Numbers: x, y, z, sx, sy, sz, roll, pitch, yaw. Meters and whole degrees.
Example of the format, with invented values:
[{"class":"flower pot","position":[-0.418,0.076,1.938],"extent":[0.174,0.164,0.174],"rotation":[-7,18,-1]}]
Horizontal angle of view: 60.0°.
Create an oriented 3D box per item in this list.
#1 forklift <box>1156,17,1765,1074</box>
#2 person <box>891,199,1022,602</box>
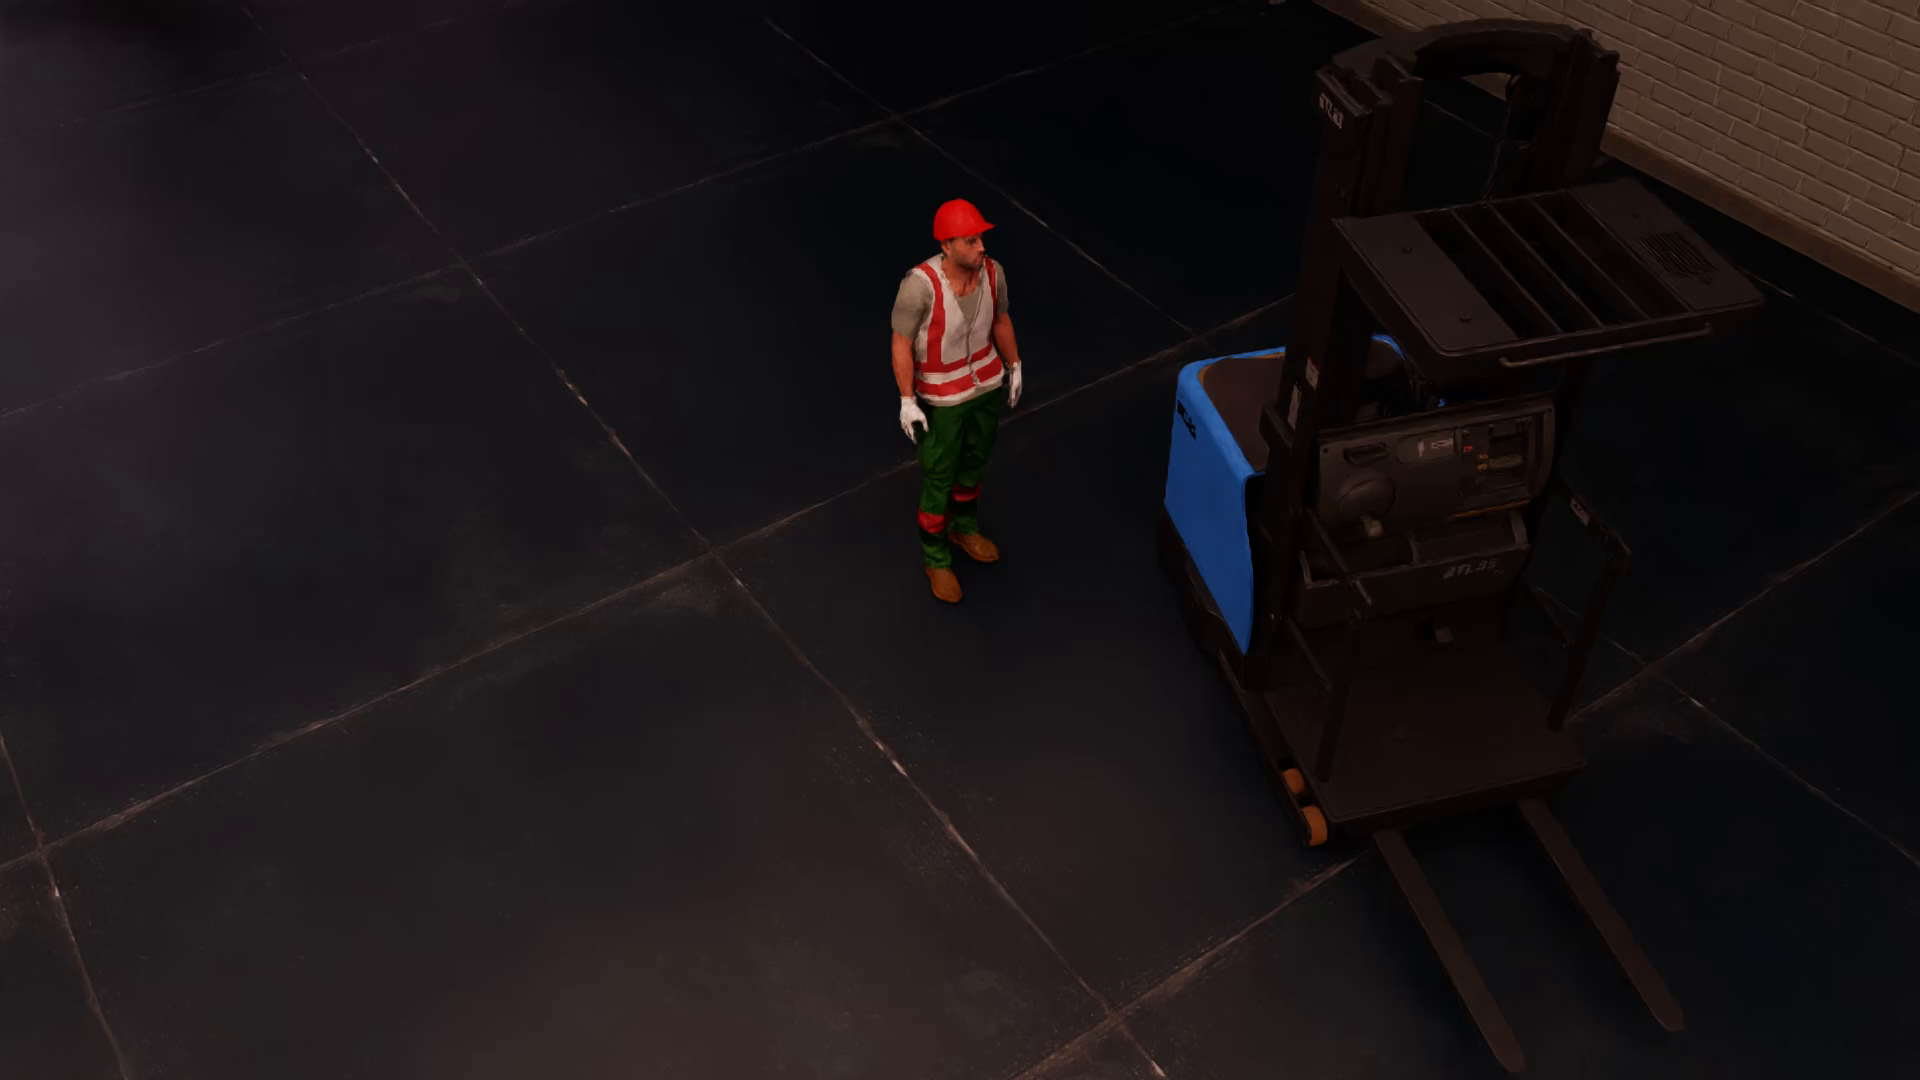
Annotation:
[{"class":"forklift","position":[1.789,-0.166,5.895],"extent":[1.130,2.935,3.031],"rotation":[-10,44,-11]},{"class":"person","position":[0.037,-0.614,7.214],"extent":[0.637,1.787,0.563],"rotation":[-25,48,-25]}]
